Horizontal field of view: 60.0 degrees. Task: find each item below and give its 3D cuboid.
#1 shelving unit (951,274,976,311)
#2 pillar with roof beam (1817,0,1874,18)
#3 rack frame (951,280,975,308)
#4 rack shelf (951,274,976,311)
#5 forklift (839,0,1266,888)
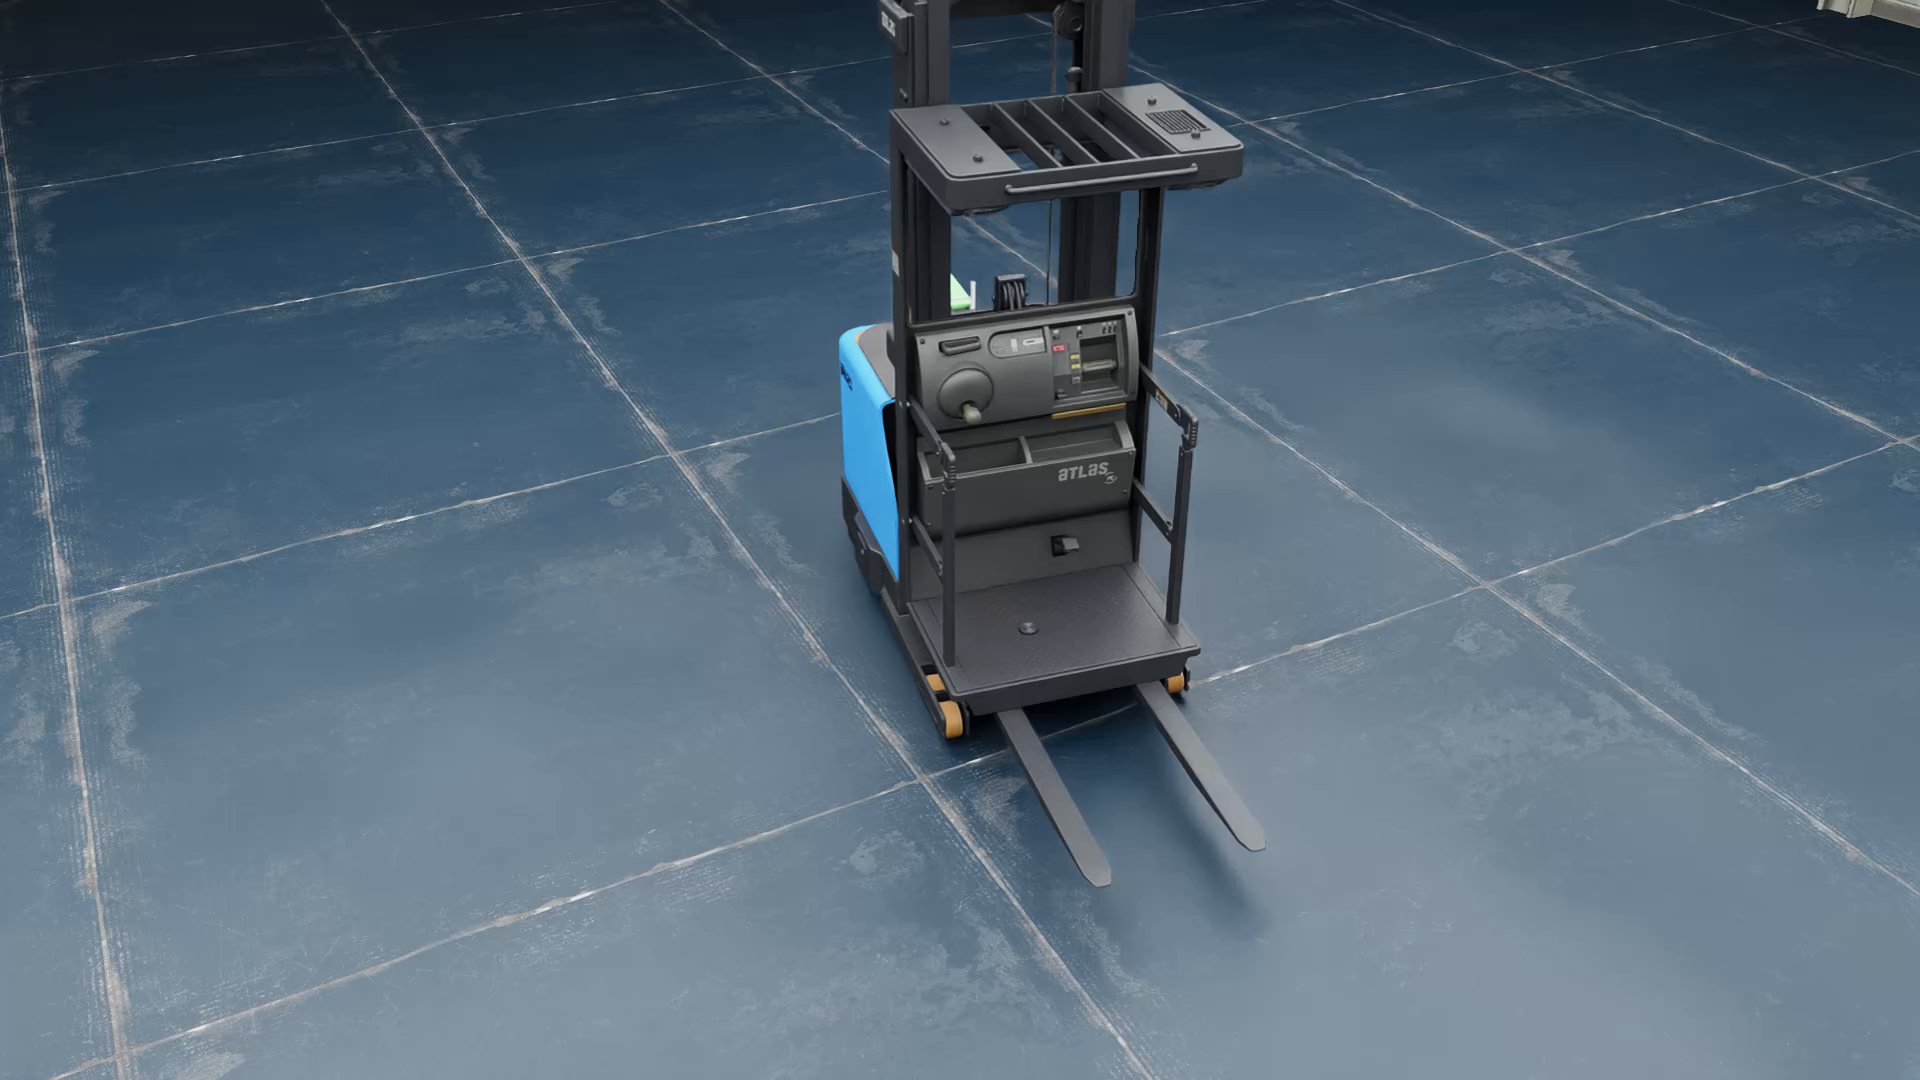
[{"bbox_3d":[-0.120,-0.843,8.453,0.258,1.200,0.503,-10,34,-15],"label":"shelving unit"},{"bbox_3d":[4.899,-7.915,12.263,9.100,9.000,0.400,-16,36,-23],"label":"pillar with roof beam"},{"bbox_3d":[-0.046,-0.717,8.257,0.240,1.200,0.015,-10,34,-15],"label":"rack frame"},{"bbox_3d":[-0.120,-1.193,8.229,0.258,0.148,0.480,-10,34,-15],"label":"rack shelf"},{"bbox_3d":[0.346,-0.644,6.538,1.130,2.935,3.031,-10,34,-15],"label":"forklift"}]
